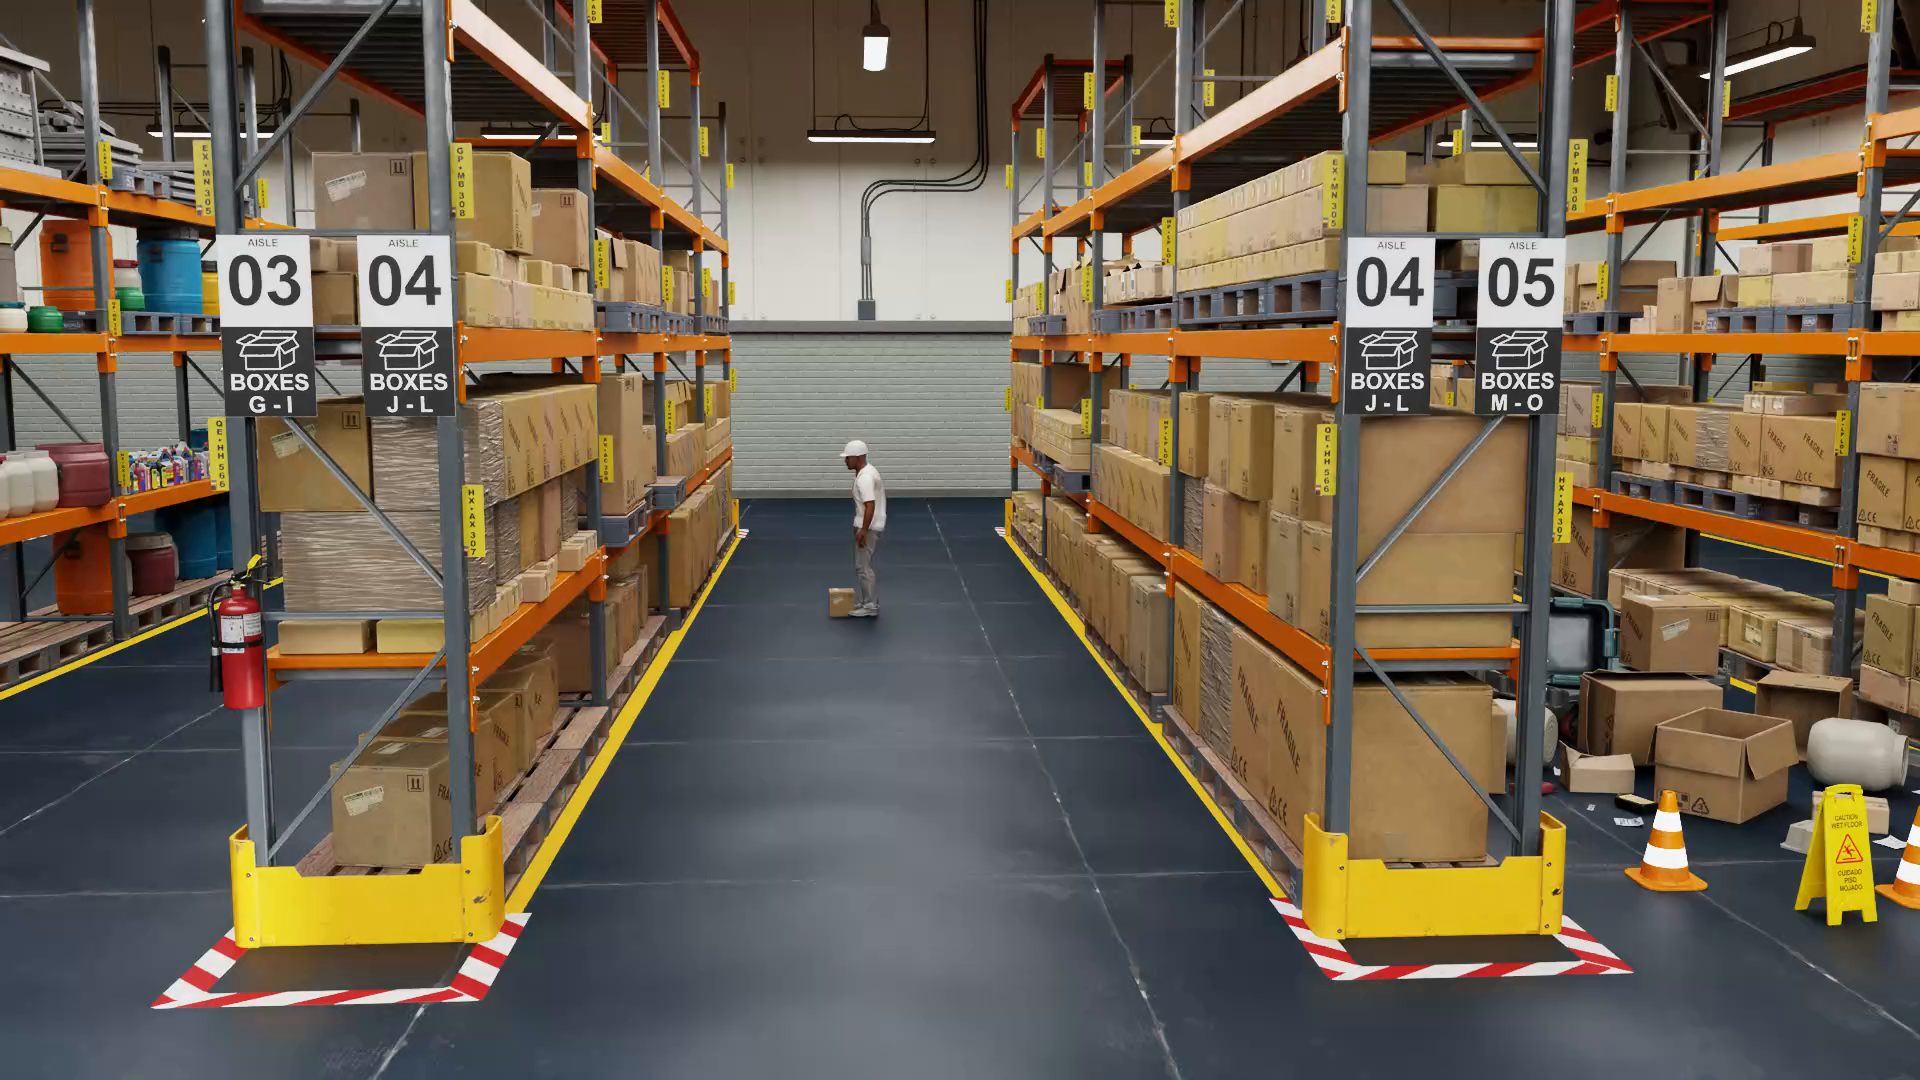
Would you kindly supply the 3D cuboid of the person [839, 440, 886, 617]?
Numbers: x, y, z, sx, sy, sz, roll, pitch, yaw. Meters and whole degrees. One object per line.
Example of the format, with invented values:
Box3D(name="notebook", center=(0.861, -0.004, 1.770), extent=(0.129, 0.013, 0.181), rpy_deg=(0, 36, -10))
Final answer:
Box3D(name="person", center=(-0.972, -0.121, 16.682), extent=(0.463, 1.760, 0.631), rpy_deg=(-1, 7, -4))
